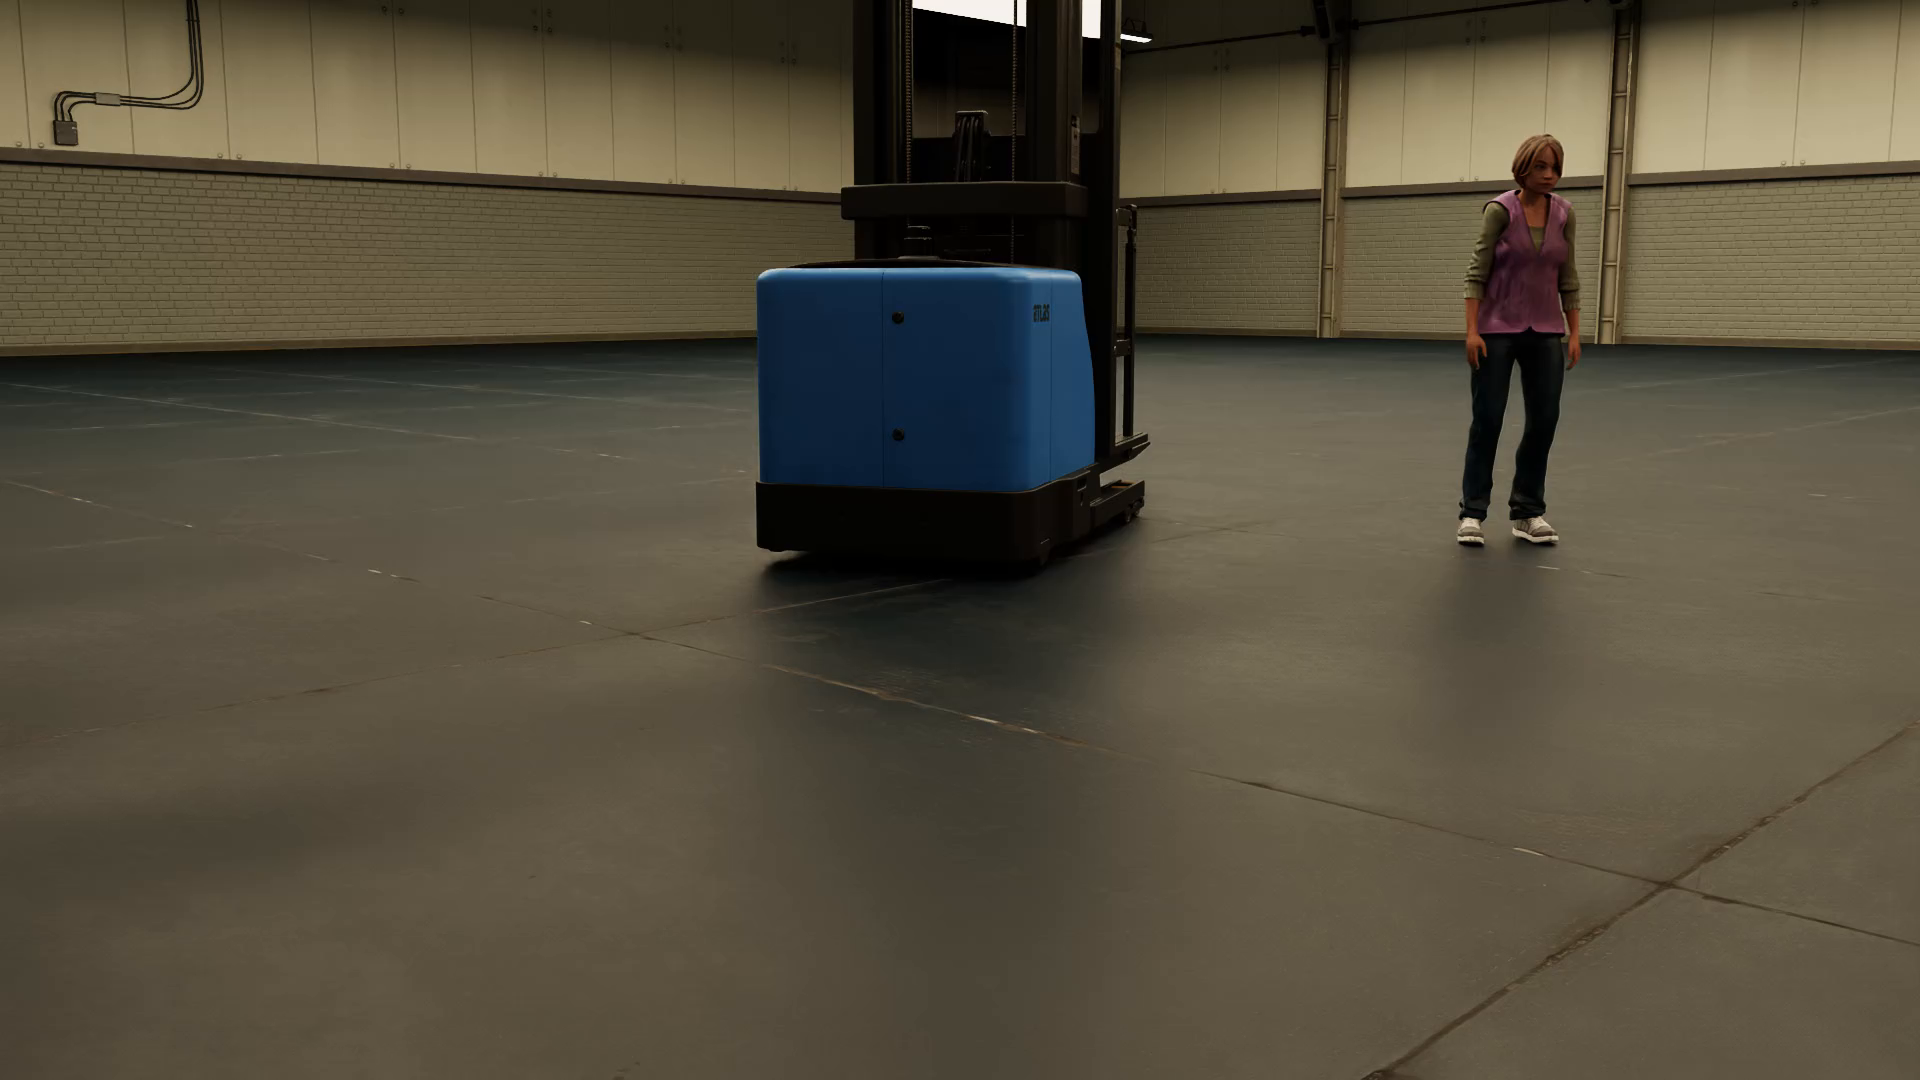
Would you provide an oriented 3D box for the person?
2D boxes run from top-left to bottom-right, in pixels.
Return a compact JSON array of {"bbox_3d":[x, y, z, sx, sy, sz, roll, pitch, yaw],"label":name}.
[{"bbox_3d":[2.218,-0.785,6.586,0.478,1.592,0.347,0,9,-2],"label":"person"}]

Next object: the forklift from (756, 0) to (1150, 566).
[{"bbox_3d":[0.192,-1.538,7.089,1.130,2.935,3.031,3,9,18],"label":"forklift"}]
